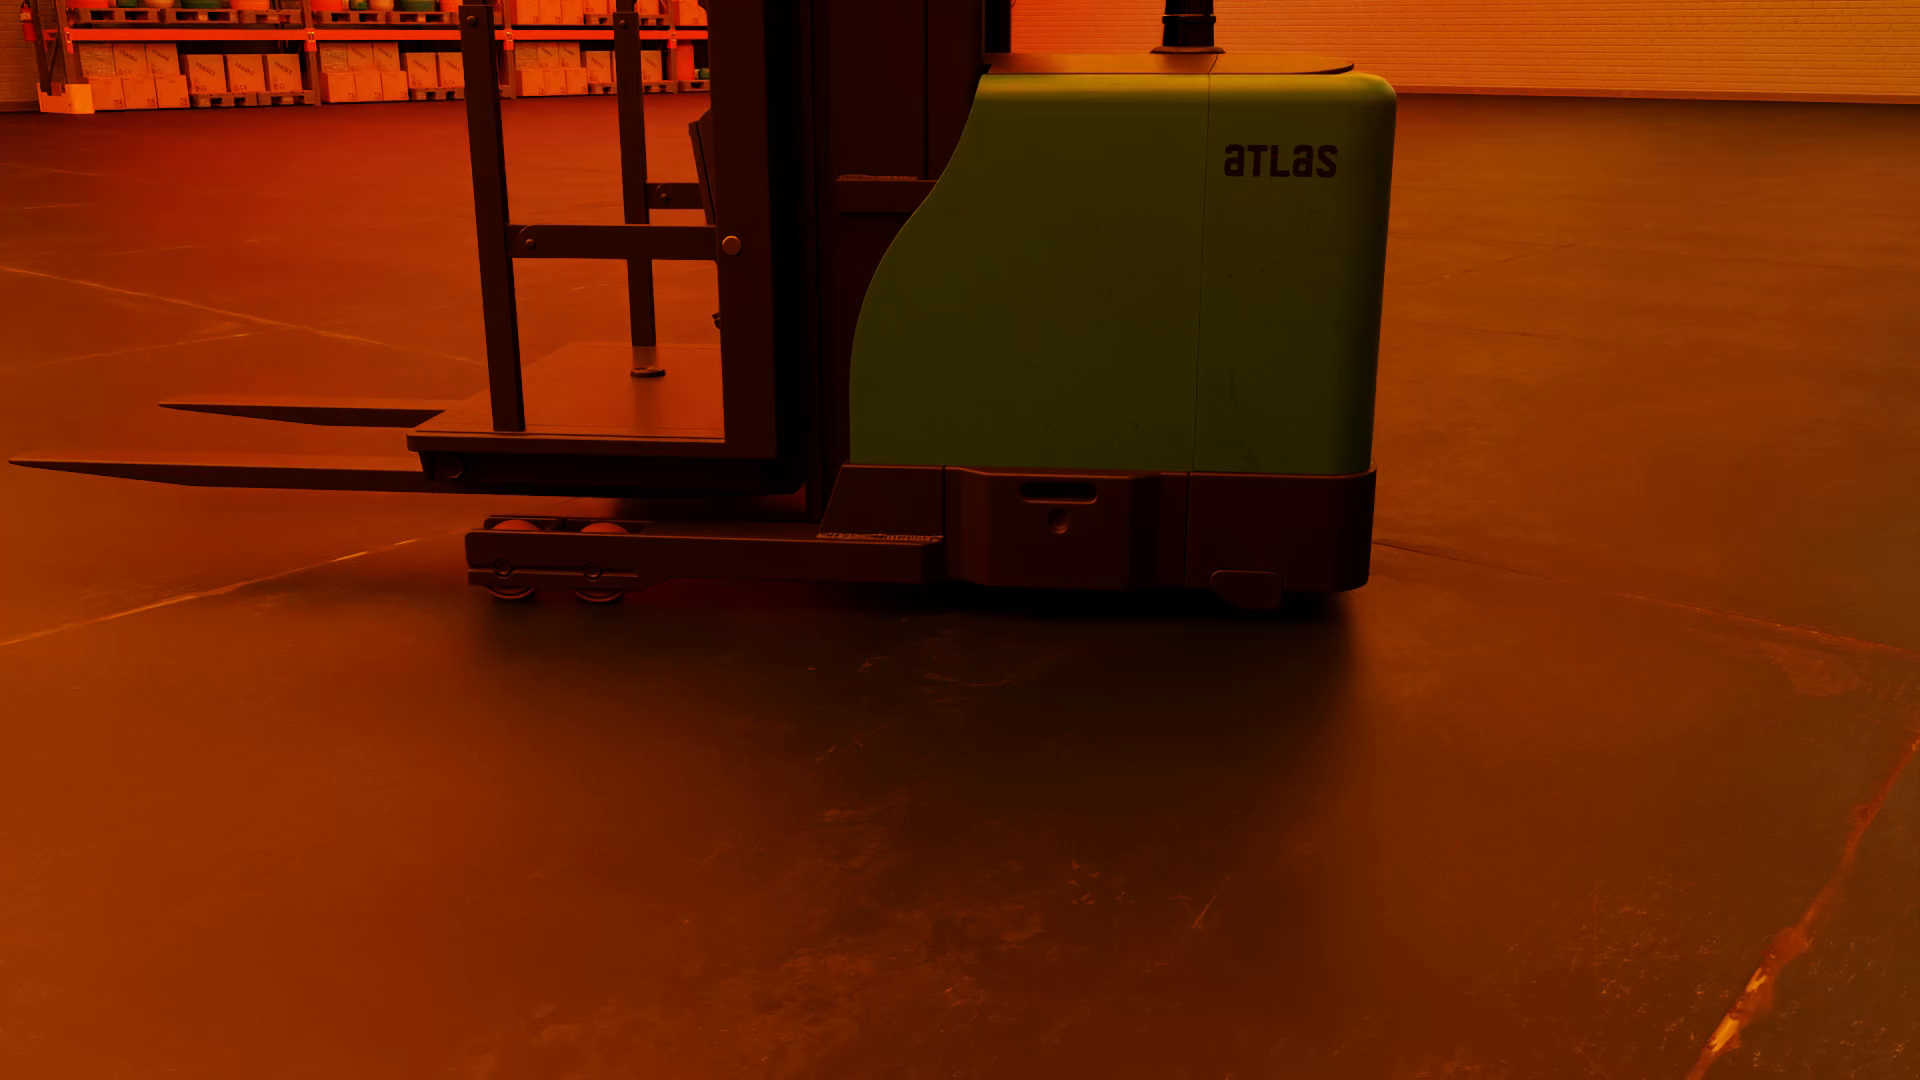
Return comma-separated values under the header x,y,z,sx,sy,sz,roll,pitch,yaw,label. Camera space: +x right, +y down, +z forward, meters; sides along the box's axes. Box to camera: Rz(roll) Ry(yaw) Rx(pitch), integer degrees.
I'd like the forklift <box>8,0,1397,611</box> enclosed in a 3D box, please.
x,y,z,sx,sy,sz,roll,pitch,yaw,label
-0.621,-1.421,3.577,3.031,2.935,1.130,2,17,6,forklift
